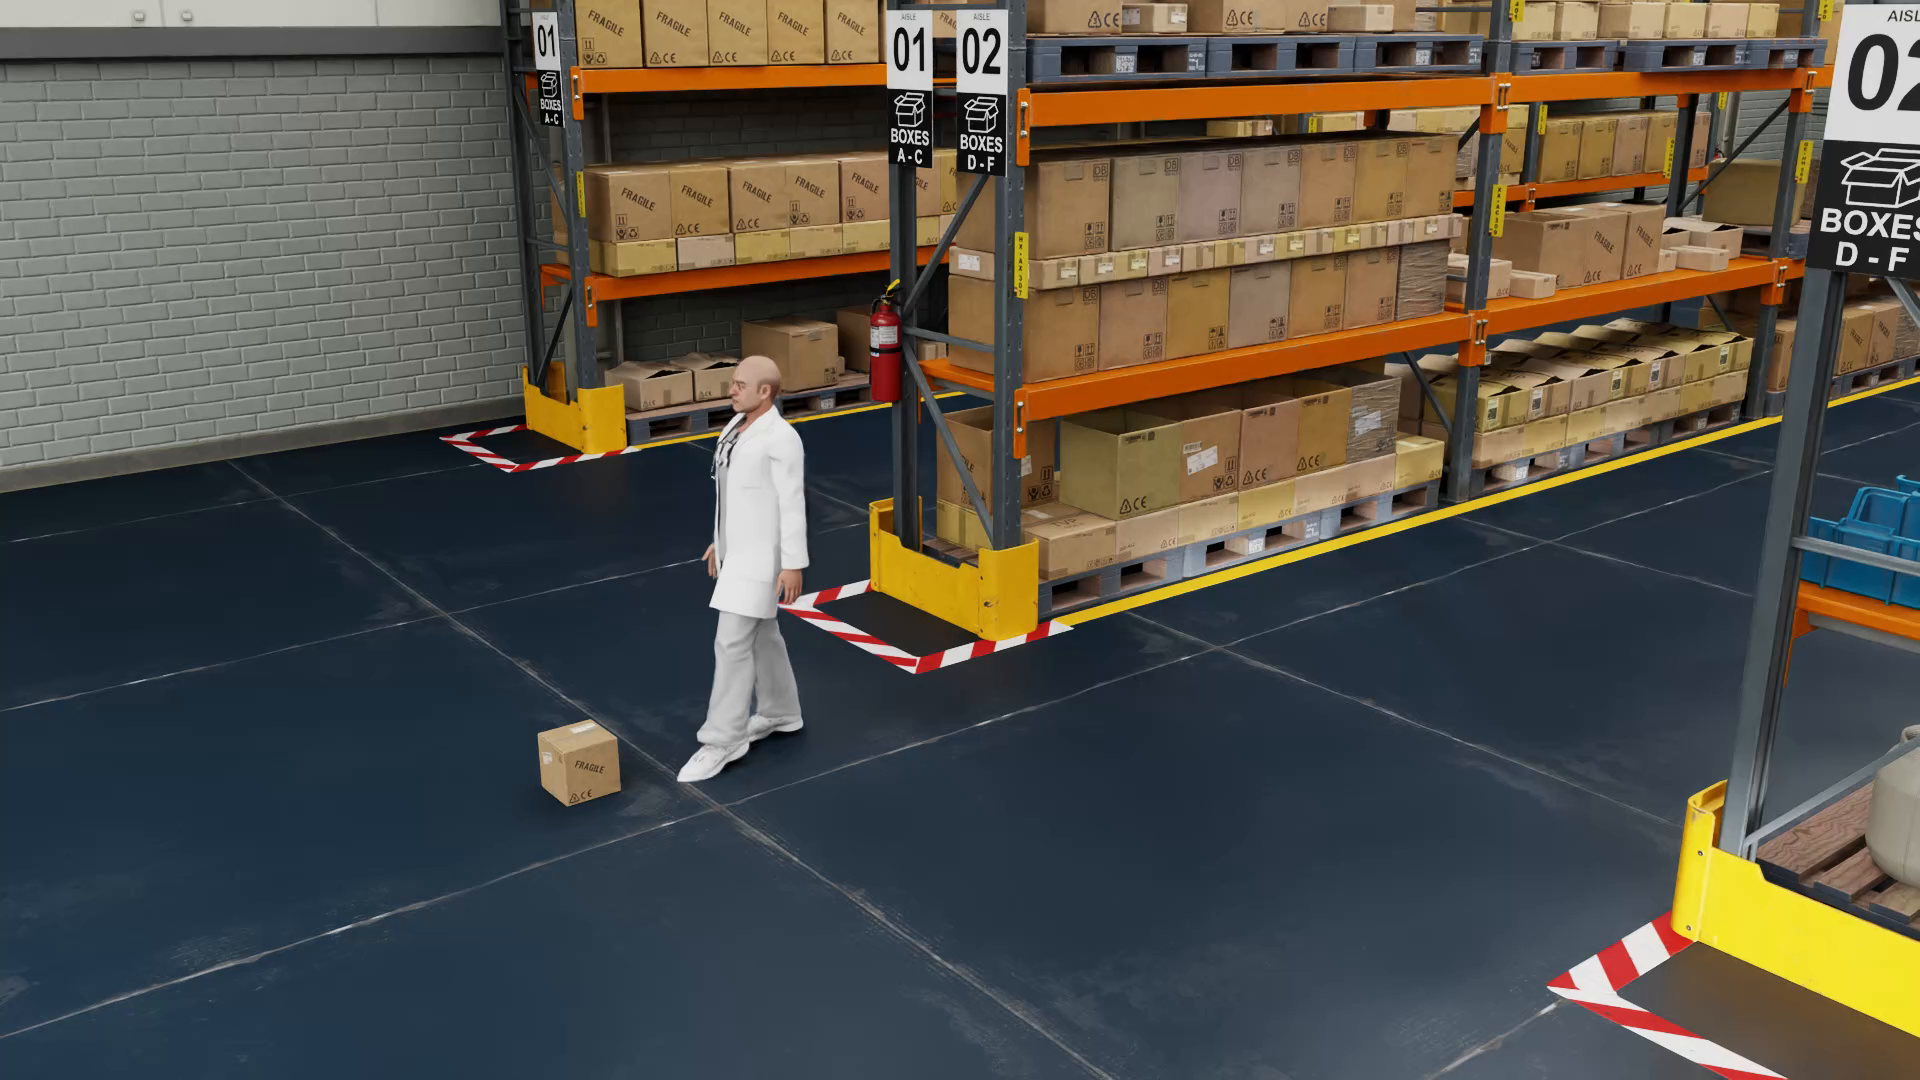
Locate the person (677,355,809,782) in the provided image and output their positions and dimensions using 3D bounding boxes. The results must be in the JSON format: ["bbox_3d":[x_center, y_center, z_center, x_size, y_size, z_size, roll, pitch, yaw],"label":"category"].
[{"bbox_3d":[-1.010,0.104,7.264,0.697,1.807,0.610,-9,20,-27],"label":"person"}]
